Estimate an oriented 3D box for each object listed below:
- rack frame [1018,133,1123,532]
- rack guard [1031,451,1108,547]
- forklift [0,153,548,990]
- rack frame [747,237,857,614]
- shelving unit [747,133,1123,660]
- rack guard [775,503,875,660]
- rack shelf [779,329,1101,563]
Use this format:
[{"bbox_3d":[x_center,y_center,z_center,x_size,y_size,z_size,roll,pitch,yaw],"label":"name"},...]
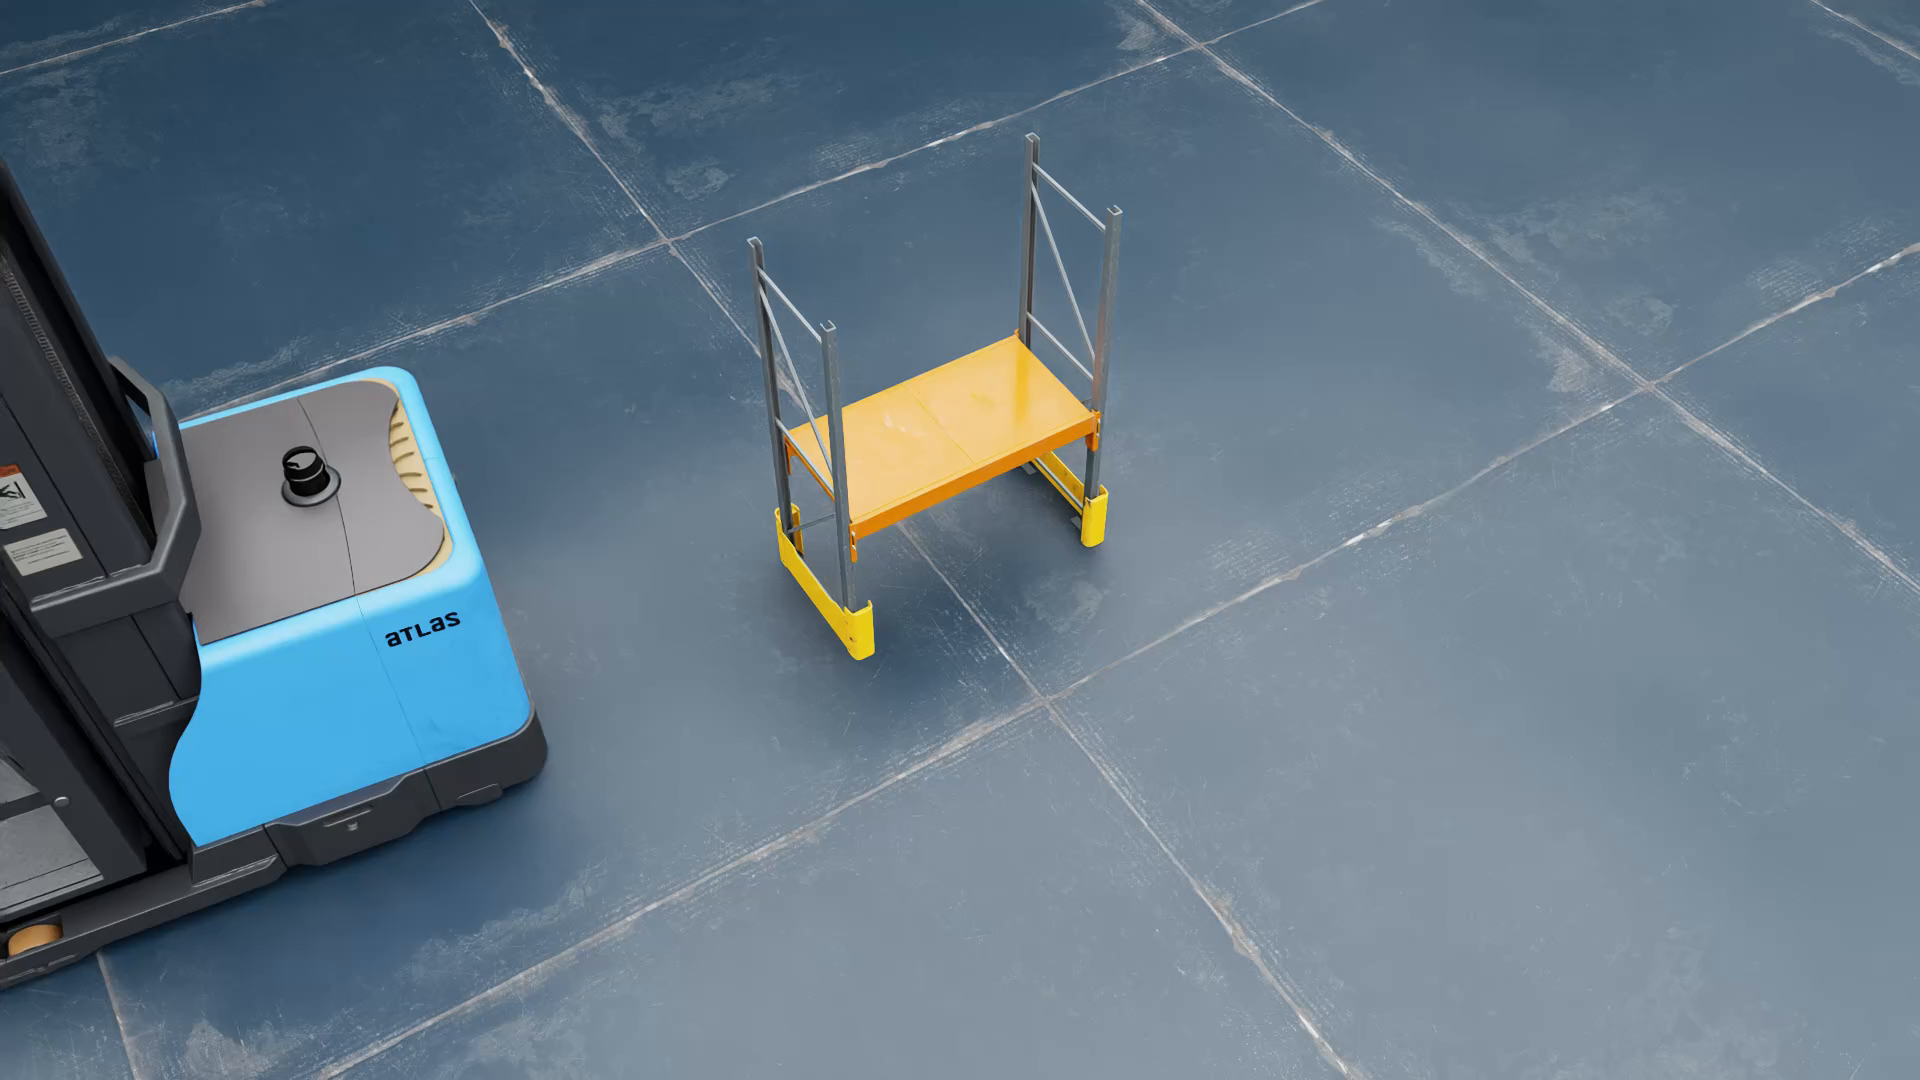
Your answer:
[{"bbox_3d":[0.358,-0.667,5.840,0.032,1.500,0.500,-25,53,-21],"label":"rack frame"},{"bbox_3d":[0.357,-0.251,6.306,0.087,0.250,0.587,-25,53,-21],"label":"rack guard"},{"bbox_3d":[-2.925,-0.043,4.325,3.031,2.935,1.130,-19,51,-17],"label":"forklift"},{"bbox_3d":[-0.502,-0.262,5.479,0.032,1.500,0.500,-25,53,-21],"label":"rack frame"},{"bbox_3d":[-0.064,-0.468,5.663,1.083,1.500,0.587,-25,53,-21],"label":"shelving unit"},{"bbox_3d":[-0.486,0.146,5.953,0.087,0.250,0.587,-25,53,-21],"label":"rack guard"},{"bbox_3d":[-0.072,-0.345,5.794,1.000,0.185,0.538,-25,53,-21],"label":"rack shelf"}]
